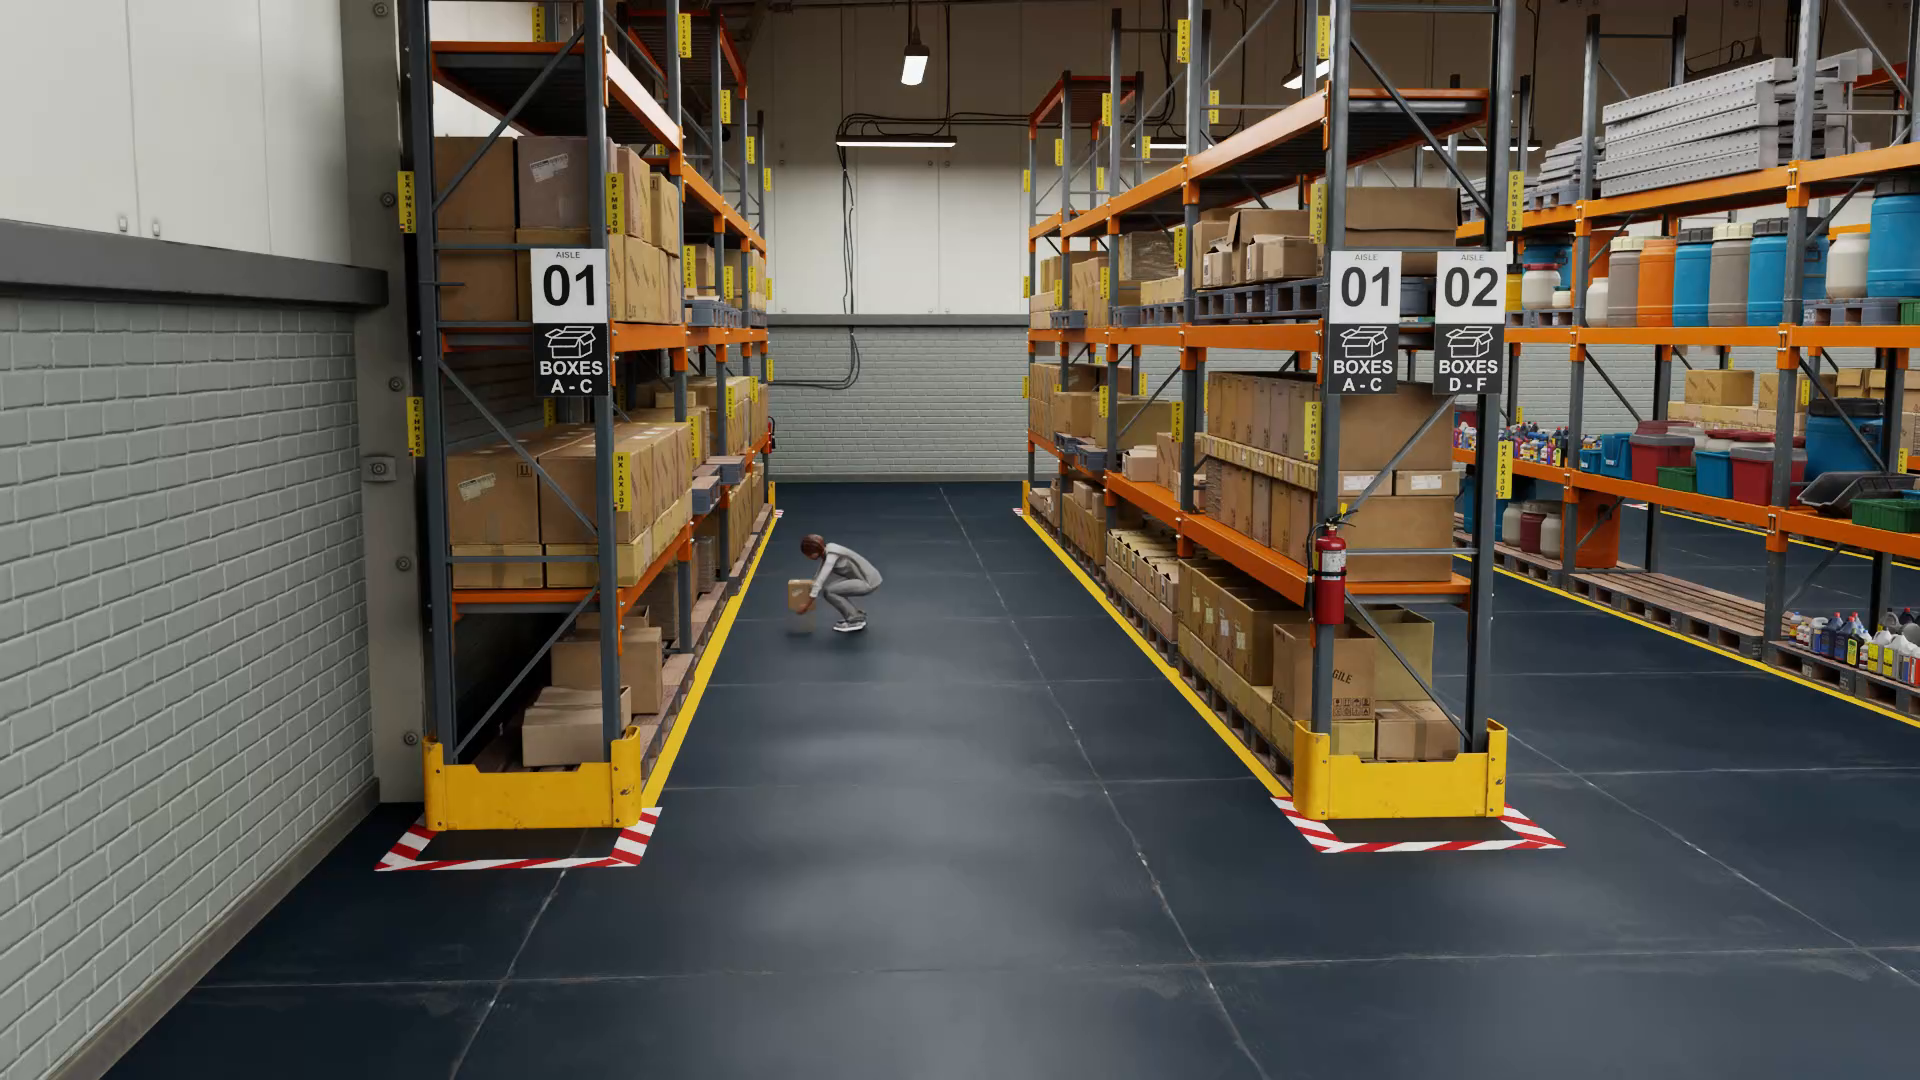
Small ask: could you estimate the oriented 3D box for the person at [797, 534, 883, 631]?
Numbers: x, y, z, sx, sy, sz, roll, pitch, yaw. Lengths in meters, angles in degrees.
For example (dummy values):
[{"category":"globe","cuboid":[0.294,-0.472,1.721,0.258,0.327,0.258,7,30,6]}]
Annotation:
[{"category":"person","cuboid":[-1.123,0.395,15.505,0.807,0.890,0.447,0,7,-4]}]
